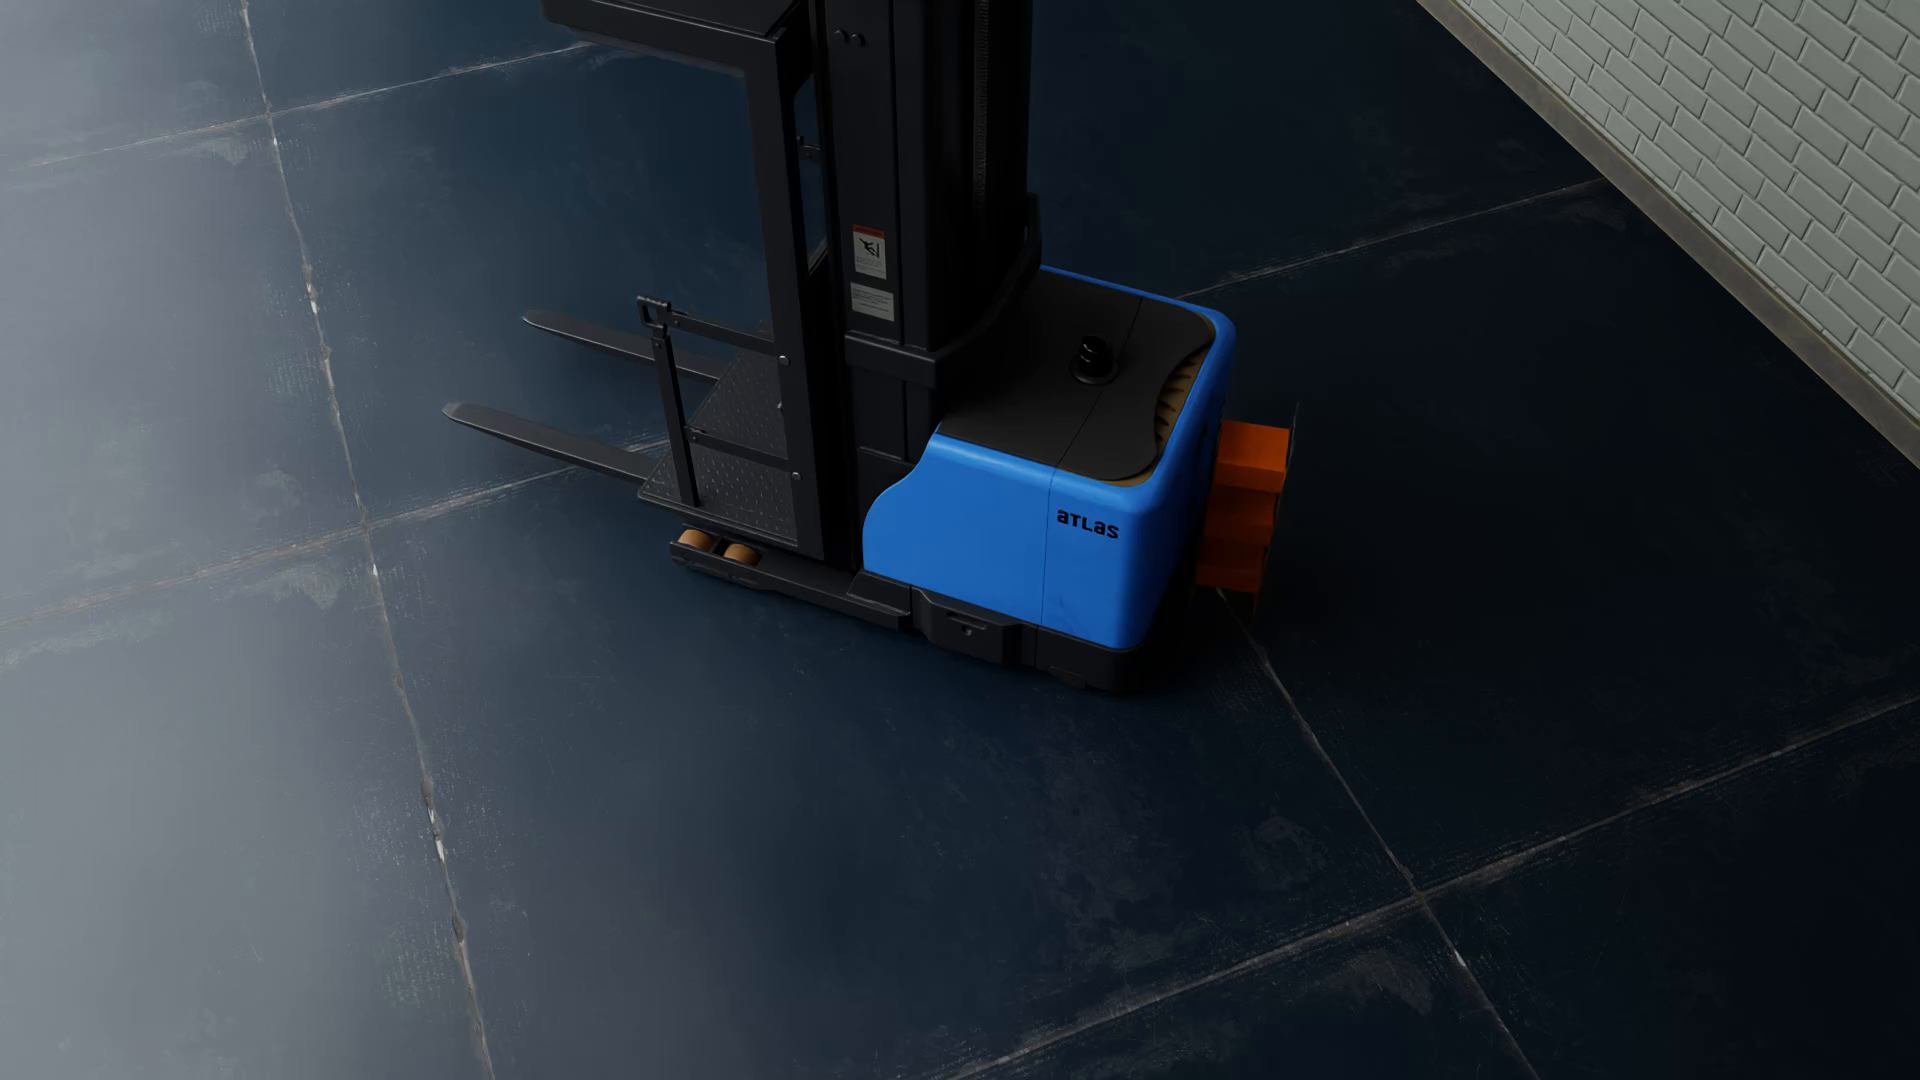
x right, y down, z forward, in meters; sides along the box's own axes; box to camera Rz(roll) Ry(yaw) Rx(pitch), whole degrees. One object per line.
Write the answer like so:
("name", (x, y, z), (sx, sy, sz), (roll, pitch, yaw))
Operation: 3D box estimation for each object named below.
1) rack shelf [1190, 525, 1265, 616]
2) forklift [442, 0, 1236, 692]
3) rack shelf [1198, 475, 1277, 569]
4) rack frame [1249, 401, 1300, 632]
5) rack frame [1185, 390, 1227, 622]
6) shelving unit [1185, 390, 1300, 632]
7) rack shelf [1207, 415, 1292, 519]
("rack shelf", (1.000, 0.104, 6.185), (0.240, 0.259, 0.215), (9, 51, 7))
("forklift", (-0.578, -1.133, 5.632), (3.031, 2.935, 1.130), (17, 51, 14))
("rack shelf", (1.000, -0.072, 5.970), (0.240, 0.259, 0.215), (9, 51, 7))
("rack frame", (1.120, -0.059, 5.946), (0.008, 1.050, 0.200), (9, 51, 7))
("rack frame", (0.881, -0.099, 5.978), (0.008, 1.050, 0.200), (9, 51, 7))
("shelving unit", (1.000, -0.079, 5.962), (0.252, 1.050, 0.215), (9, 51, 7))
("rack shelf", (1.001, -0.252, 5.751), (0.240, 0.259, 0.215), (9, 51, 7))
